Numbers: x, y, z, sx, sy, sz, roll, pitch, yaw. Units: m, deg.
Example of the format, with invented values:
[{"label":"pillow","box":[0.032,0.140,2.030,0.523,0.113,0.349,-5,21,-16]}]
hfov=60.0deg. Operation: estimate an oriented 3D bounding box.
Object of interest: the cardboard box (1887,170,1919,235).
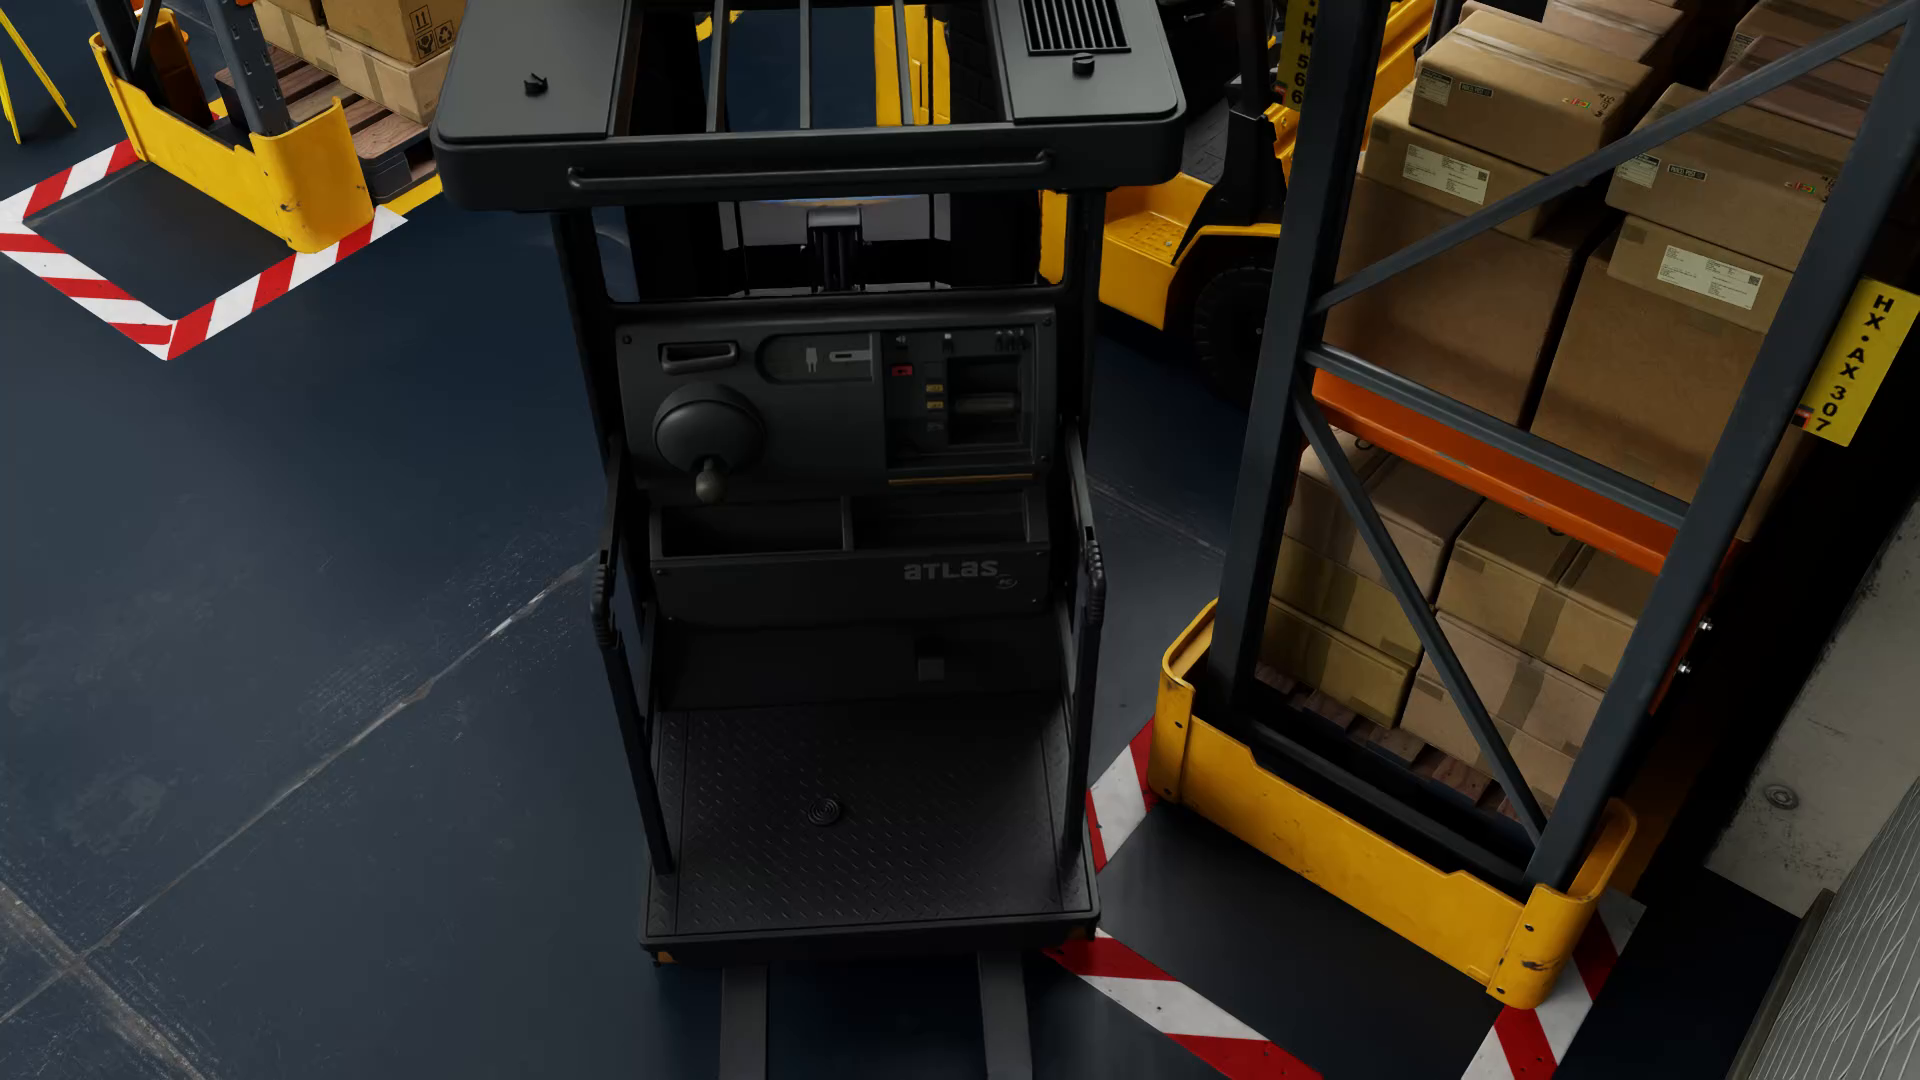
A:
[{"label":"cardboard box","box":[1.898,-0.723,3.797,0.500,0.500,0.500,31,54,26]}]

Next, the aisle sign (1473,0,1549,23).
[{"label":"aisle sign","box":[0.801,-1.210,2.533,0.394,0.787,0.004,29,53,25]}]

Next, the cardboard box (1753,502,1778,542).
[{"label":"cardboard box","box":[2.160,-0.182,4.960,0.500,0.250,0.500,29,53,25]}]

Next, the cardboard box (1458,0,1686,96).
[{"label":"cardboard box","box":[1.252,-1.034,3.440,0.380,0.149,0.250,29,53,25]}]

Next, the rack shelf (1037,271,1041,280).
[{"label":"rack shelf","box":[0.118,-0.753,5.201,0.258,0.103,0.180,4,46,4]}]

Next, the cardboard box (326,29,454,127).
[{"label":"cardboard box","box":[-2.144,-1.946,6.646,0.500,0.250,0.500,29,53,25]}]

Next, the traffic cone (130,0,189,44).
[{"label":"traffic cone","box":[-3.614,-2.352,7.177,0.336,0.463,0.334,29,53,25]}]

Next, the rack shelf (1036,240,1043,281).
[{"label":"rack shelf","box":[0.118,-0.836,5.115,0.258,0.103,0.180,4,46,4]}]

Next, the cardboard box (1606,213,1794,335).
[{"label":"cardboard box","box":[1.487,-0.557,3.190,0.380,0.149,0.250,28,52,24]}]

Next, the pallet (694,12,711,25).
[{"label":"pallet","box":[-1.539,-2.636,7.622,1.003,0.211,1.213,29,53,25]}]

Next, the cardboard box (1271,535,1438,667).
[{"label":"cardboard box","box":[1.124,-0.004,4.445,0.500,0.250,0.500,29,53,25]}]

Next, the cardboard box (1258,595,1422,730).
[{"label":"cardboard box","box":[1.111,0.177,4.618,0.500,0.250,0.500,30,53,25]}]

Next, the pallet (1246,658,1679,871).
[{"label":"pallet","box":[1.508,0.288,4.829,1.003,0.211,1.213,29,53,25]}]

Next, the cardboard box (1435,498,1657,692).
[{"label":"cardboard box","box":[1.518,0.049,4.049,0.500,0.250,0.500,28,53,24]}]

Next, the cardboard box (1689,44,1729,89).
[{"label":"cardboard box","box":[1.492,-0.944,4.009,0.500,0.500,0.500,31,54,26]}]

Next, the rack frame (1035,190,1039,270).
[{"label":"rack frame","box":[0.108,-0.718,5.106,0.240,1.200,0.006,4,46,4]}]

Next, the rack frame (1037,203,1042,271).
[{"label":"rack frame","box":[0.128,-0.850,5.232,0.240,1.200,0.006,4,46,4]}]

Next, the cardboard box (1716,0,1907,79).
[{"label":"cardboard box","box":[1.785,-0.971,3.379,0.380,0.149,0.250,30,53,26]}]

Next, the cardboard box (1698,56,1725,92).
[{"label":"cardboard box","box":[1.748,-0.869,3.488,0.380,0.149,0.250,28,53,24]}]

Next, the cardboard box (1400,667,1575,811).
[{"label":"cardboard box","box":[1.529,0.391,4.414,0.500,0.250,0.500,29,53,25]}]

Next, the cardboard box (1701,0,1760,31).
[{"label":"cardboard box","box":[1.602,-1.305,3.699,0.380,0.149,0.250,30,53,25]}]

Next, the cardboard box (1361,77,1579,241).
[{"label":"cardboard box","box":[1.064,-0.800,3.422,0.380,0.149,0.250,30,53,25]}]

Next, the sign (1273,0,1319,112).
[{"label":"sign","box":[0.653,-0.949,3.118,0.100,0.325,0.005,29,53,25]}]

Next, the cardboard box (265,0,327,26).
[{"label":"cardboard box","box":[-2.573,-2.440,6.599,0.500,0.500,0.500,30,53,25]}]

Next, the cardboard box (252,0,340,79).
[{"label":"cardboard box","box":[-2.560,-2.202,6.890,0.500,0.250,0.500,29,53,25]}]

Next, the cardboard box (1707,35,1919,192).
[{"label":"cardboard box","box":[1.661,-0.803,3.219,0.380,0.149,0.250,31,54,26]}]

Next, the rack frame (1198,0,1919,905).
[{"label":"rack frame","box":[1.074,-0.219,3.385,1.000,3.000,0.127,29,53,25]}]

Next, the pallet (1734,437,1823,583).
[{"label":"pallet","box":[2.255,-0.407,5.493,1.003,0.211,1.213,29,53,25]}]

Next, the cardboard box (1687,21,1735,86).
[{"label":"cardboard box","box":[1.565,-1.218,3.821,0.380,0.149,0.250,29,53,25]}]

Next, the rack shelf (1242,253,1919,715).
[{"label":"rack shelf","box":[2.297,-1.115,4.739,1.077,0.370,4.000,29,53,25]}]

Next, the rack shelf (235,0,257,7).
[{"label":"rack shelf","box":[-1.633,-3.308,6.833,1.077,0.370,4.000,29,53,25]}]

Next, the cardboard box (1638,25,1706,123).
[{"label":"cardboard box","box":[1.404,-1.081,3.691,0.380,0.149,0.250,30,53,26]}]

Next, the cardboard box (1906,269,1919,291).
[{"label":"cardboard box","box":[3.080,-1.043,5.783,0.500,0.250,0.500,29,53,25]}]

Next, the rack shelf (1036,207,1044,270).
[{"label":"rack shelf","box":[0.118,-0.919,5.028,0.258,0.103,0.180,4,46,4]}]

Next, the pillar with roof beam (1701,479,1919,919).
[{"label":"pillar with roof beam","box":[-1.194,-4.195,3.034,9.100,9.000,0.400,29,53,25]}]

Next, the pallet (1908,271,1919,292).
[{"label":"pallet","box":[3.000,-1.109,6.163,1.003,0.211,1.213,29,53,25]}]

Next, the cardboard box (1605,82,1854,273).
[{"label":"cardboard box","box":[1.448,-0.679,3.100,0.380,0.149,0.250,28,53,24]}]

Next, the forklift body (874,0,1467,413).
[{"label":"forklift body","box":[0.790,-1.818,5.499,2.313,2.155,1.214,29,53,25]}]

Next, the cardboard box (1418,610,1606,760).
[{"label":"cardboard box","box":[1.526,0.235,4.216,0.500,0.250,0.500,30,53,26]}]

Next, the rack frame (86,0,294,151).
[{"label":"rack frame","box":[-2.856,-2.412,5.479,1.000,3.000,0.127,29,53,25]}]

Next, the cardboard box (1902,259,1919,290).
[{"label":"cardboard box","box":[2.772,-0.917,5.317,0.500,0.250,0.500,29,53,25]}]

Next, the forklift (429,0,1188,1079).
[{"label":"forklift","box":[-0.239,-0.196,3.411,1.130,2.935,3.031,-3,46,-3]}]

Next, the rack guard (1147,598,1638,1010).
[{"label":"rack guard","box":[1.059,0.658,4.276,1.175,0.500,0.348,29,53,25]}]

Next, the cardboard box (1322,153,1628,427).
[{"label":"cardboard box","box":[1.167,-0.652,3.729,0.500,0.500,0.500,28,52,24]}]

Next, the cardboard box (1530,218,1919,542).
[{"label":"cardboard box","box":[1.597,-0.415,3.503,0.500,0.500,0.500,31,54,26]}]

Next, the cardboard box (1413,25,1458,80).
[{"label":"cardboard box","box":[1.197,-0.960,3.575,0.380,0.149,0.250,30,53,26]}]

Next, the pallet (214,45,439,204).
[{"label":"pallet","box":[-2.285,-1.941,6.958,1.003,0.211,1.213,29,53,25]}]

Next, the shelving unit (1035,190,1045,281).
[{"label":"shelving unit","box":[0.118,-0.784,5.169,0.258,1.200,0.189,4,46,4]}]

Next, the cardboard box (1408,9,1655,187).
[{"label":"cardboard box","box":[1.126,-0.879,3.292,0.380,0.149,0.250,29,53,25]}]

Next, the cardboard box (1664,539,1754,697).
[{"label":"cardboard box","box":[1.859,0.114,4.678,0.500,0.250,0.500,30,53,25]}]

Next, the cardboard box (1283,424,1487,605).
[{"label":"cardboard box","box":[1.109,-0.161,4.249,0.500,0.250,0.500,31,54,26]}]

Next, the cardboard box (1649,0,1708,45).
[{"label":"cardboard box","box":[1.391,-1.195,3.594,0.380,0.149,0.250,30,53,26]}]

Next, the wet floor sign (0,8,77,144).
[{"label":"wet floor sign","box":[-3.819,-1.963,6.679,0.232,0.644,0.267,-25,51,-22]}]

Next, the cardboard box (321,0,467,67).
[{"label":"cardboard box","box":[-2.130,-2.219,6.388,0.500,0.500,0.500,28,52,24]}]

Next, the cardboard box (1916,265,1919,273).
[{"label":"cardboard box","box":[3.085,-1.204,5.592,0.500,0.250,0.500,30,53,26]}]

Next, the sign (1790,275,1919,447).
[{"label":"sign","box":[1.510,-0.297,2.806,0.100,0.325,0.005,29,53,25]}]

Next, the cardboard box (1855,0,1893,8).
[{"label":"cardboard box","box":[1.948,-1.106,3.508,0.380,0.149,0.250,29,53,25]}]

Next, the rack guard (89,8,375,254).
[{"label":"rack guard","box":[-2.810,-1.592,6.425,1.175,0.500,0.348,29,53,25]}]

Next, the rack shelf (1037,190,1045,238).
[{"label":"rack shelf","box":[0.118,-1.002,4.941,0.258,0.103,0.180,4,46,4]}]
